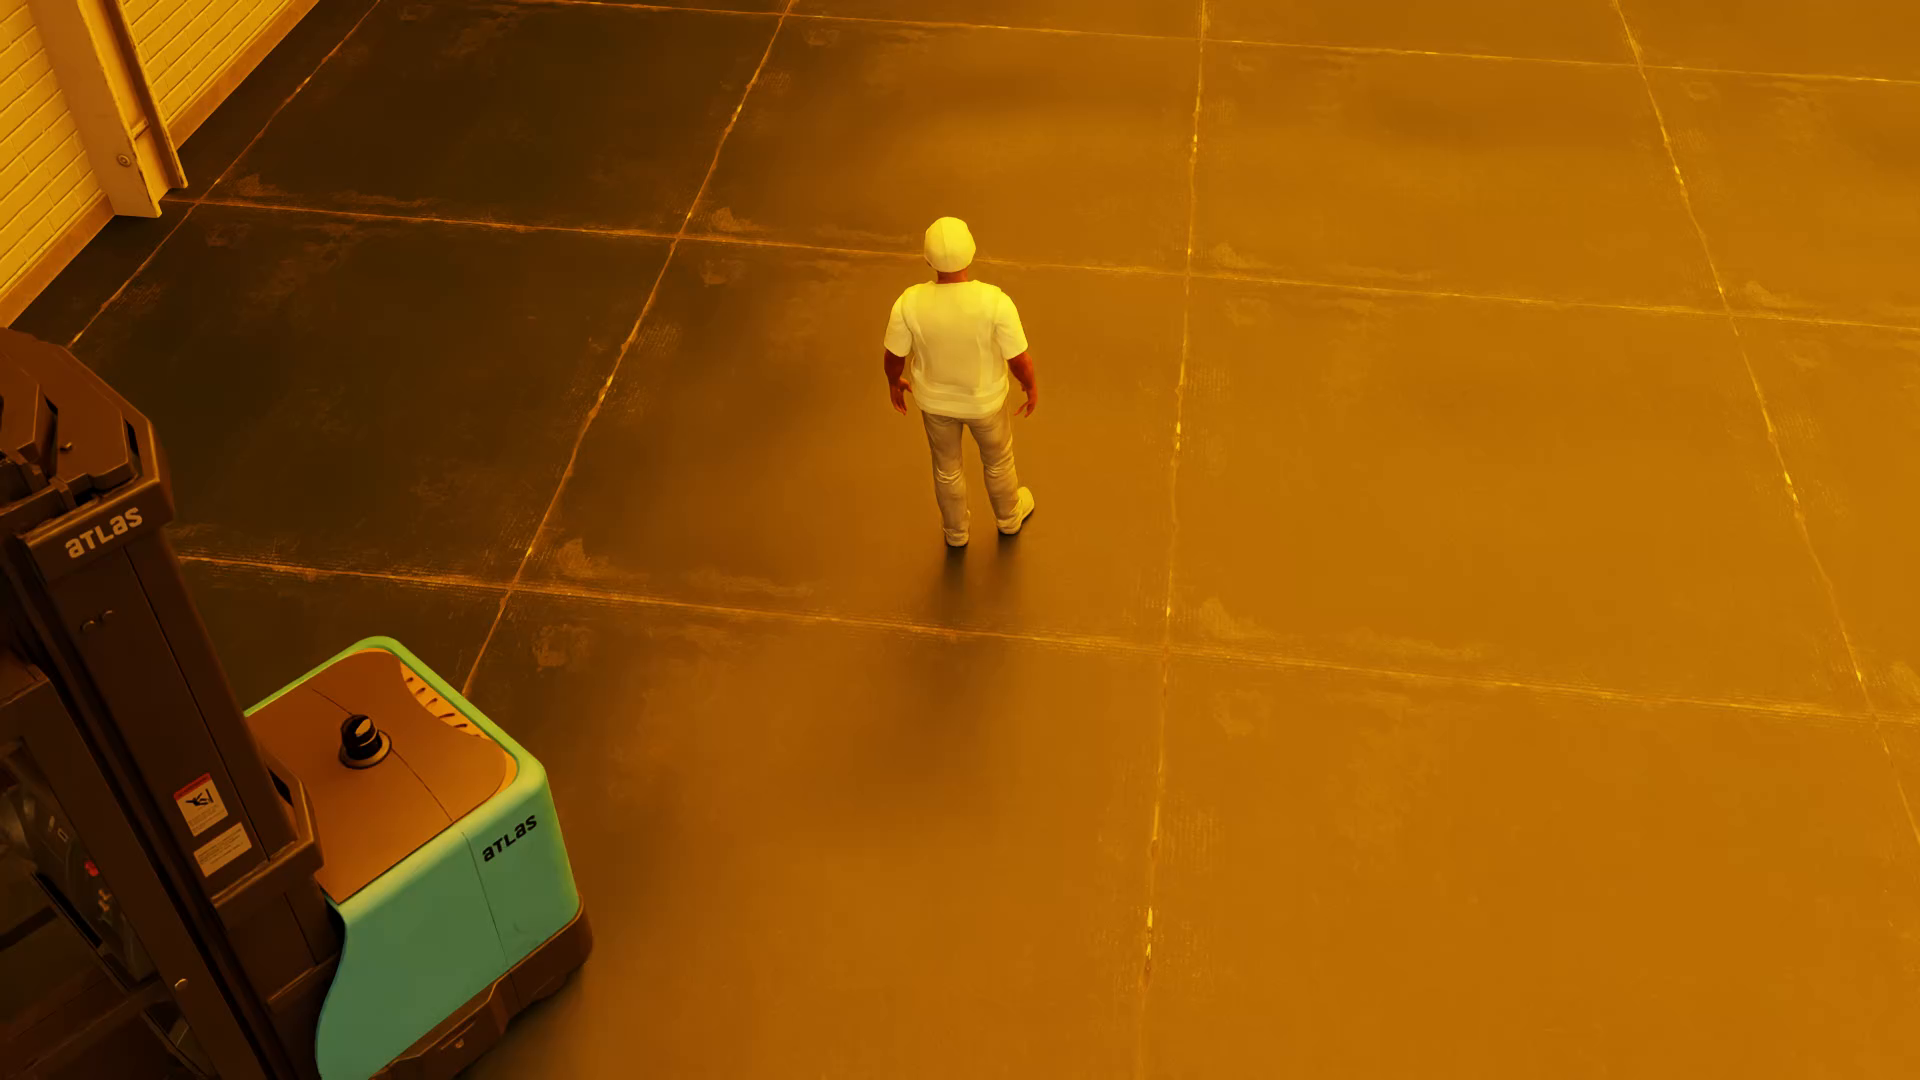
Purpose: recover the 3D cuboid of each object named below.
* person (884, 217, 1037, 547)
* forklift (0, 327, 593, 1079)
[{"bbox_3d":[0.016,-0.702,7.338,0.665,1.765,0.577,5,43,6],"label":"person"},{"bbox_3d":[-2.721,0.986,4.651,1.130,2.935,3.031,32,51,30],"label":"forklift"}]
